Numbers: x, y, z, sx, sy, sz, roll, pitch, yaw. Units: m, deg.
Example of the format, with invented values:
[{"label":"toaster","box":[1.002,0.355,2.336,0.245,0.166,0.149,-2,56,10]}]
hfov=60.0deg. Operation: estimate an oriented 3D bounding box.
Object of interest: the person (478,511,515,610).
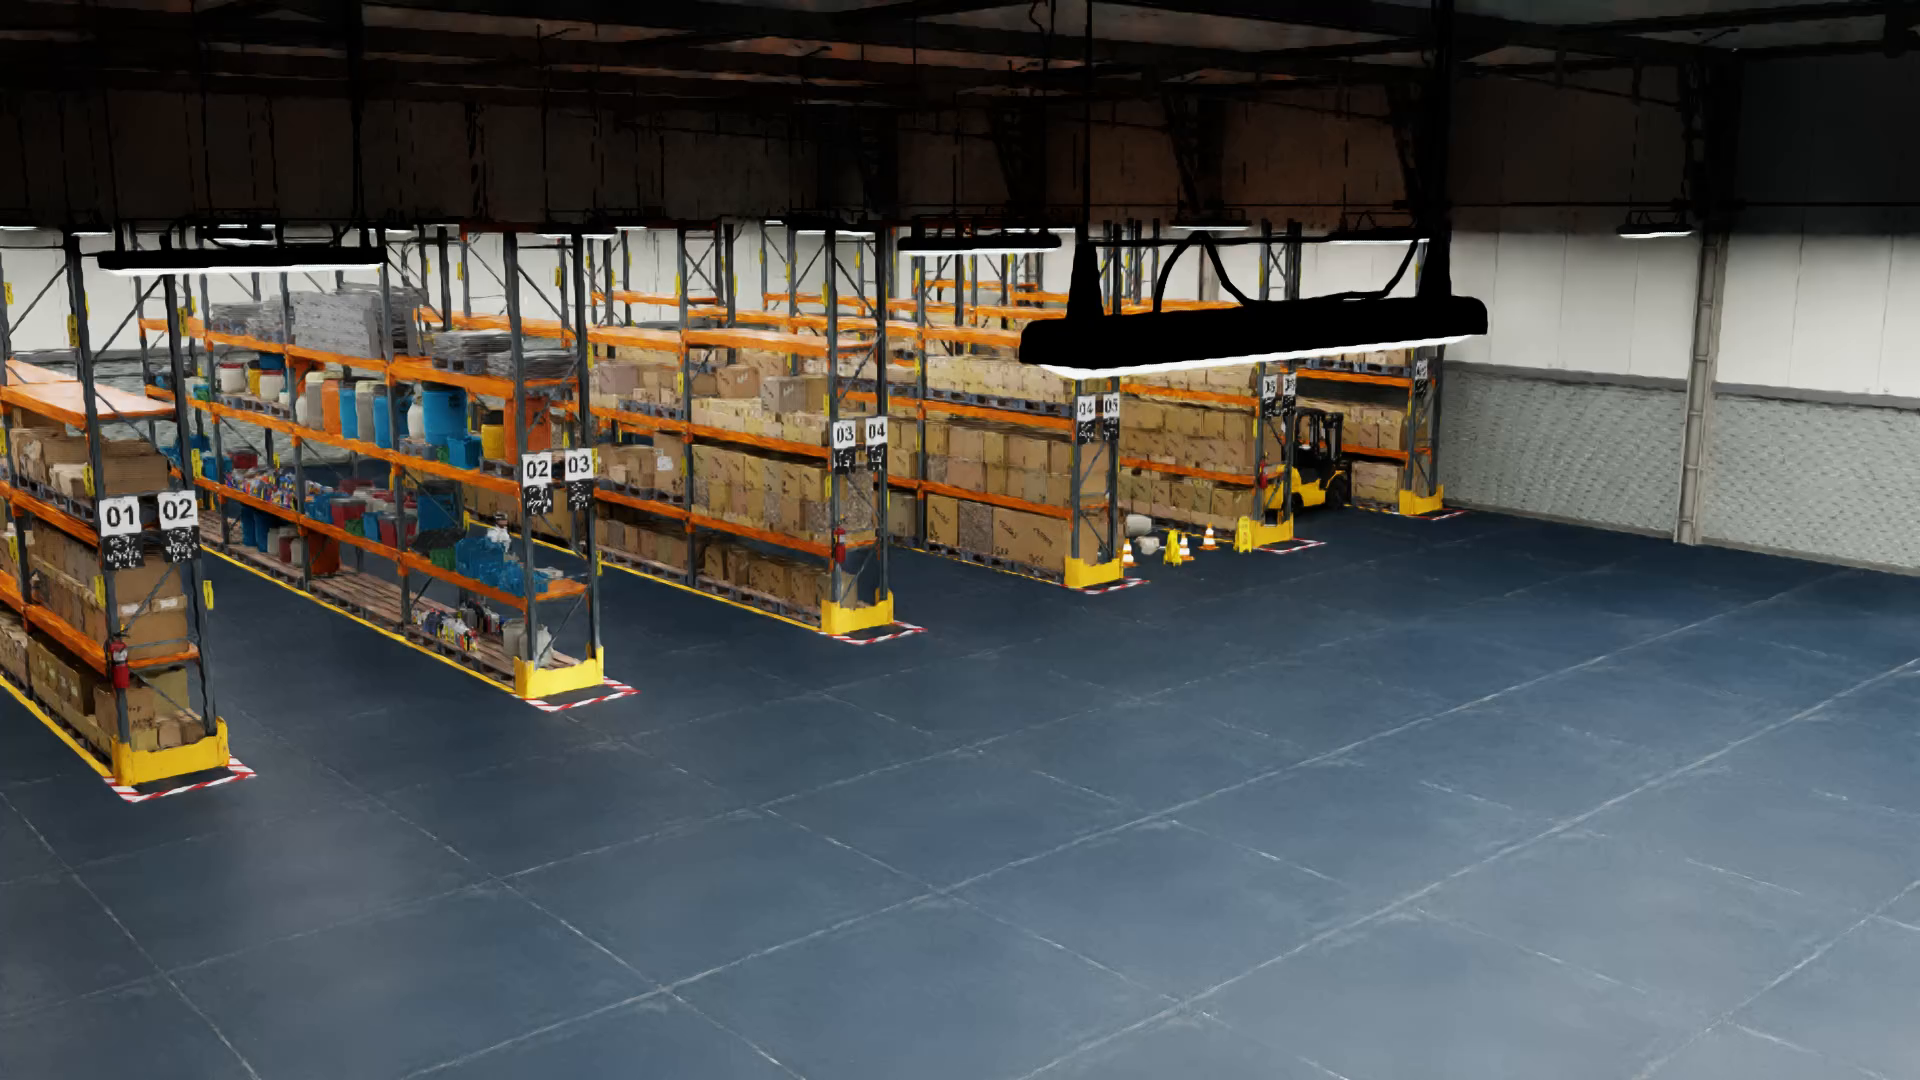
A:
[{"label":"person","box":[-7.275,0.314,26.192,0.757,1.619,0.623,5,13,25]}]
